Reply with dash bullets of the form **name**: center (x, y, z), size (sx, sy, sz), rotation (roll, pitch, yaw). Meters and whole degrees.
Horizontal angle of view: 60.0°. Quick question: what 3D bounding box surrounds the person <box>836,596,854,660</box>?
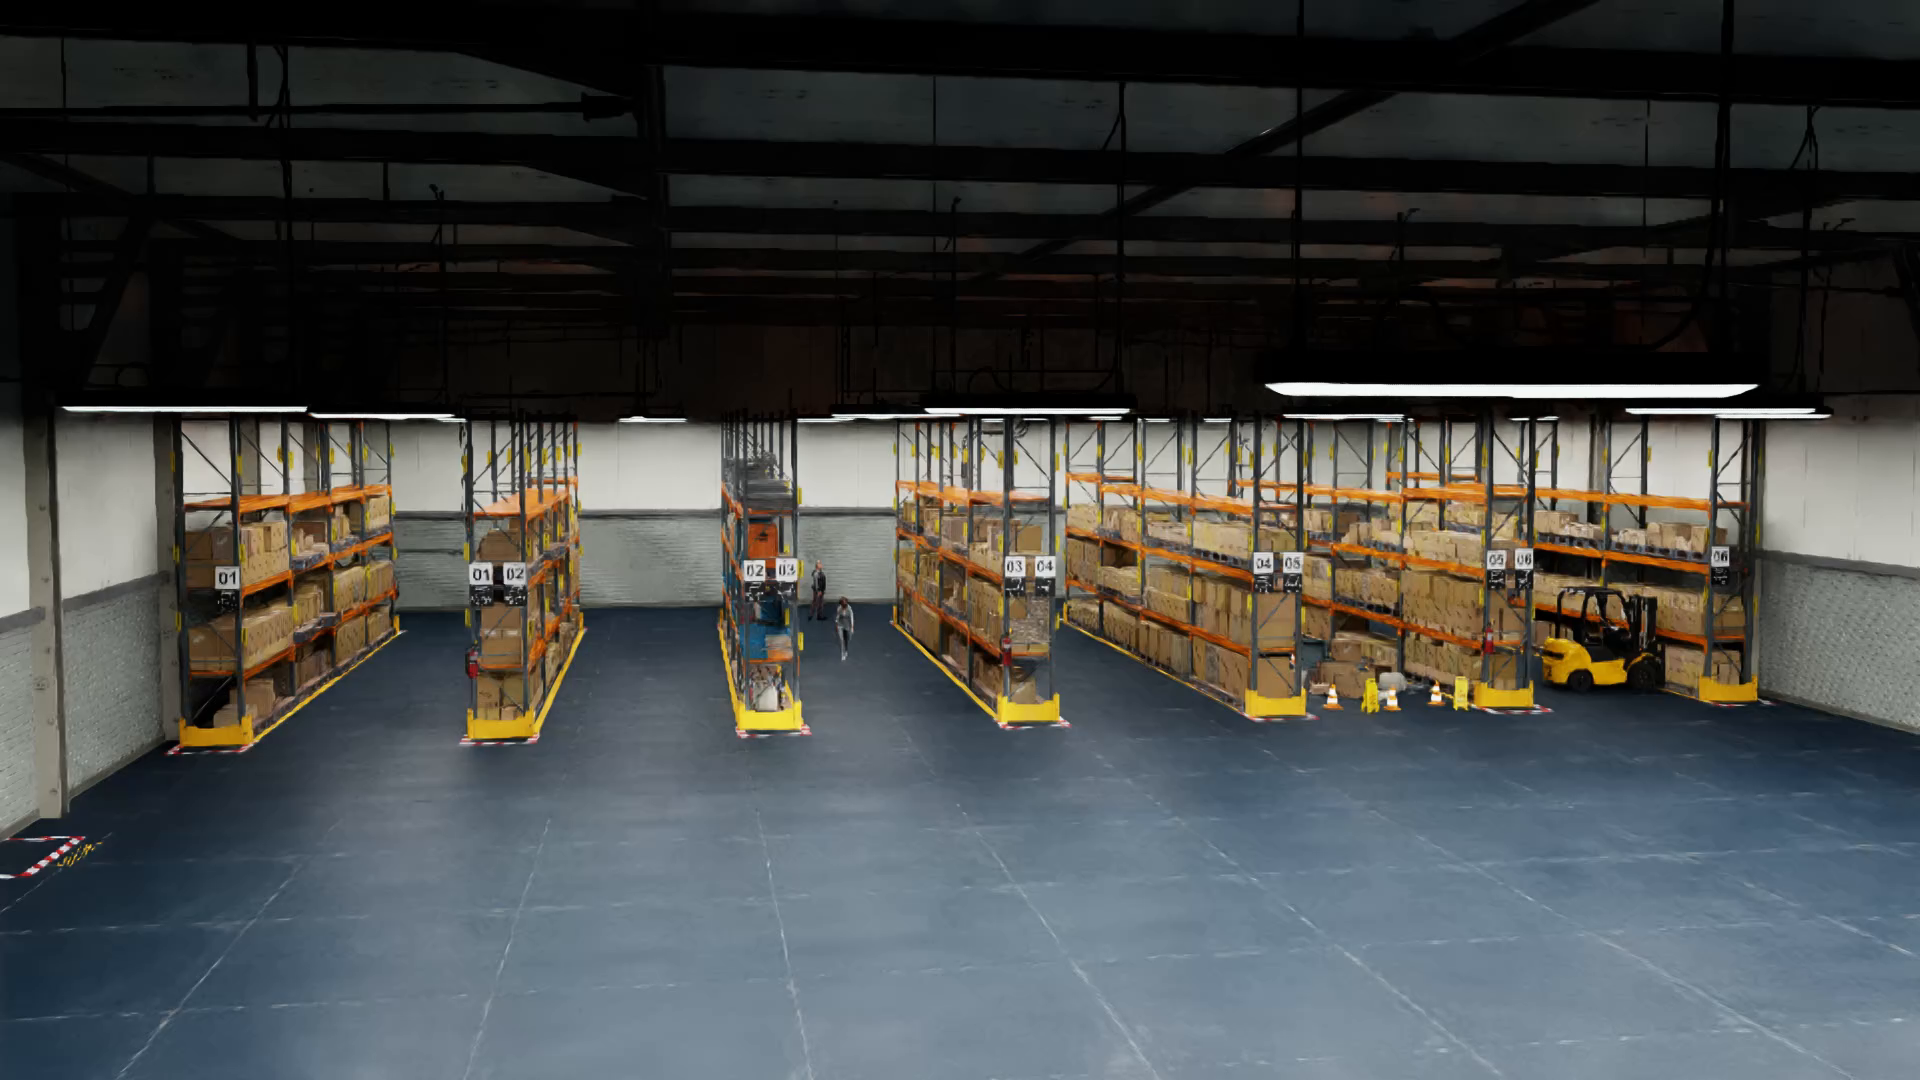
- **person**: center (-2.793, 2.126, 40.425), size (0.432, 1.539, 0.947), rotation (-1, 4, -11)

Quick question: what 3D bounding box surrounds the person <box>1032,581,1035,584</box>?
- **person**: center (2.143, 1.714, 46.081), size (0.478, 1.567, 1.083), rotation (-1, 4, -12)

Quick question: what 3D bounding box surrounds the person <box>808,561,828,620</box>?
- **person**: center (-4.175, 1.481, 48.510), size (0.438, 1.724, 0.693), rotation (2, 4, 21)
